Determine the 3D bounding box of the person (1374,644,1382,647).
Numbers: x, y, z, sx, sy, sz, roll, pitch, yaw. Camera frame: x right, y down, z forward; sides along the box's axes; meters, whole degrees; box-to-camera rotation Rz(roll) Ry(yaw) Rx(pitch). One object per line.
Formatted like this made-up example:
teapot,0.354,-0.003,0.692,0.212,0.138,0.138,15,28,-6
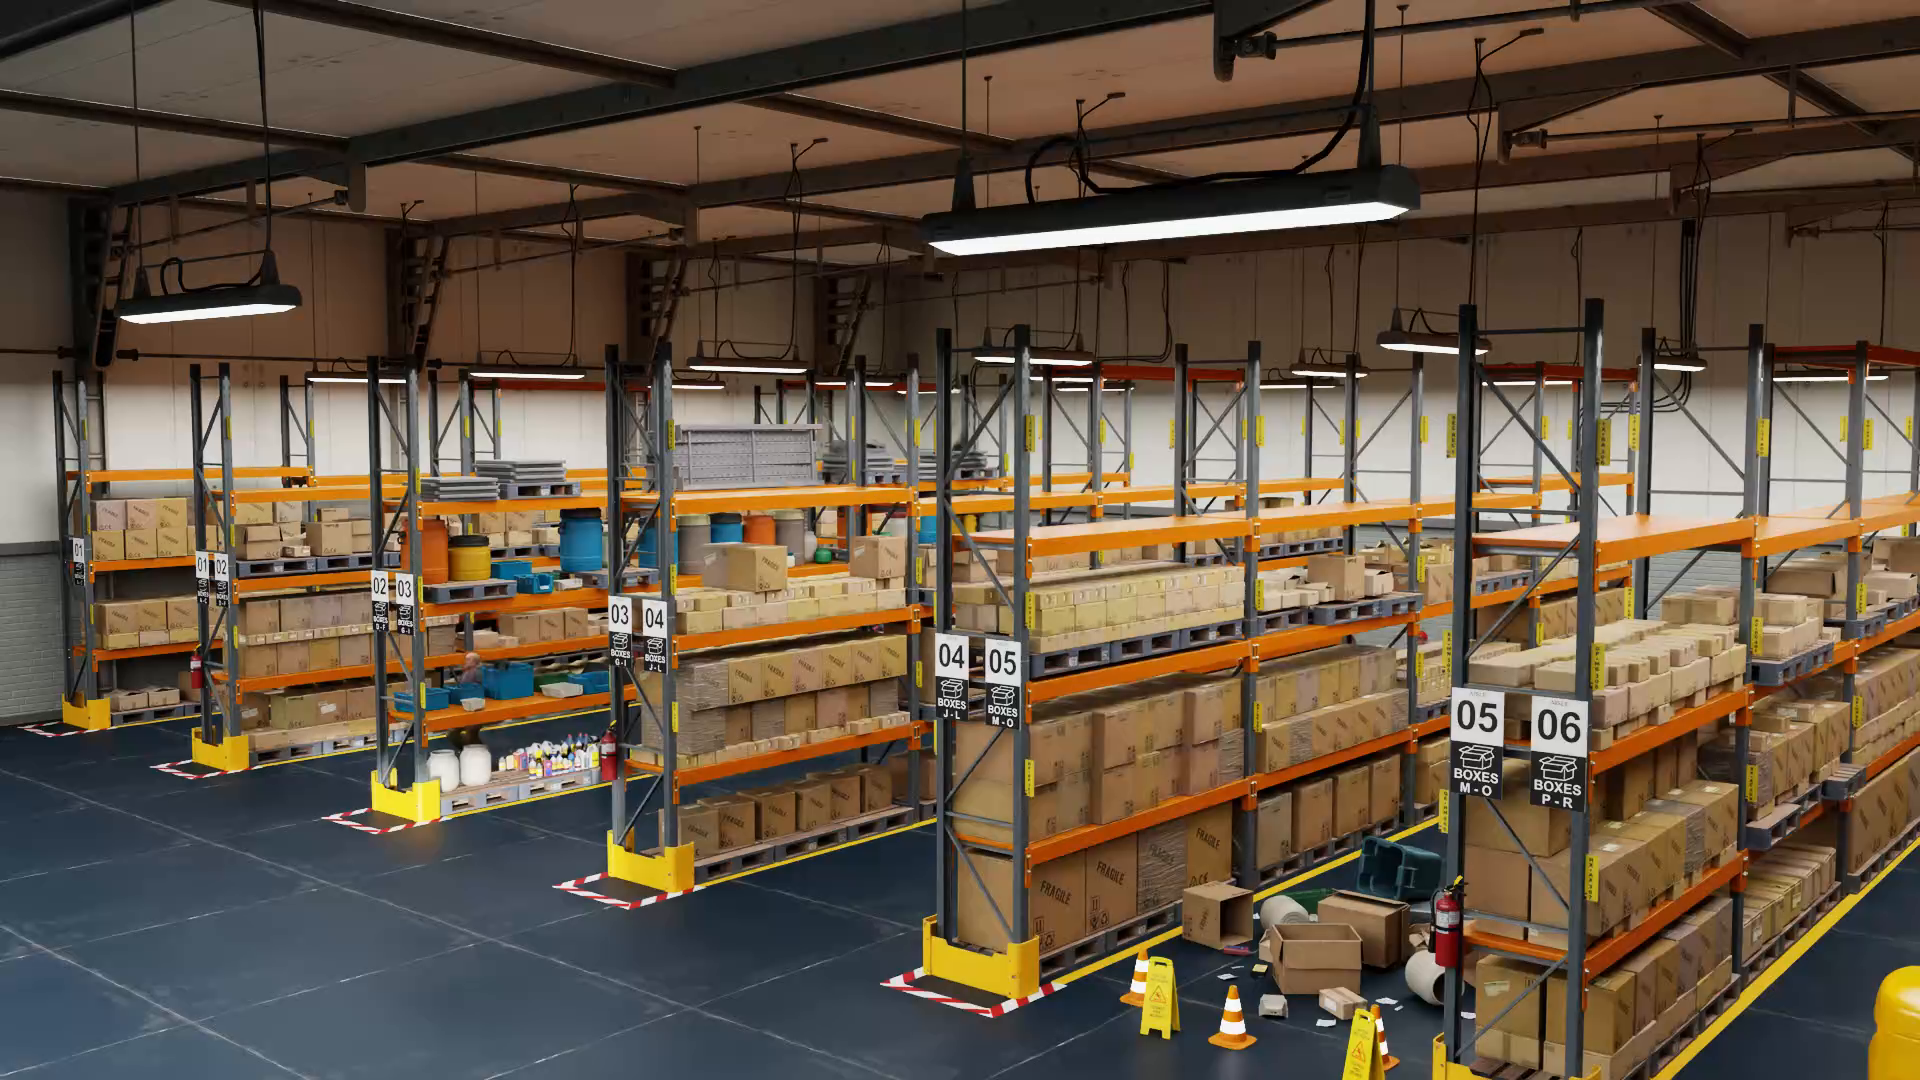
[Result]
person,6.255,2.468,25.164,0.630,1.777,0.703,3,5,39

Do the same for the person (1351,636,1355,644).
person,6.414,2.379,27.461,0.572,1.605,0.578,3,5,34

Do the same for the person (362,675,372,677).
person,-10.216,2.256,28.982,0.624,1.622,0.702,3,5,38

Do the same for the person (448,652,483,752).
person,-7.221,2.533,24.342,0.688,1.779,0.700,4,5,41

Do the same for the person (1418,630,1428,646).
person,7.413,2.353,26.584,0.625,1.842,0.789,4,6,42
